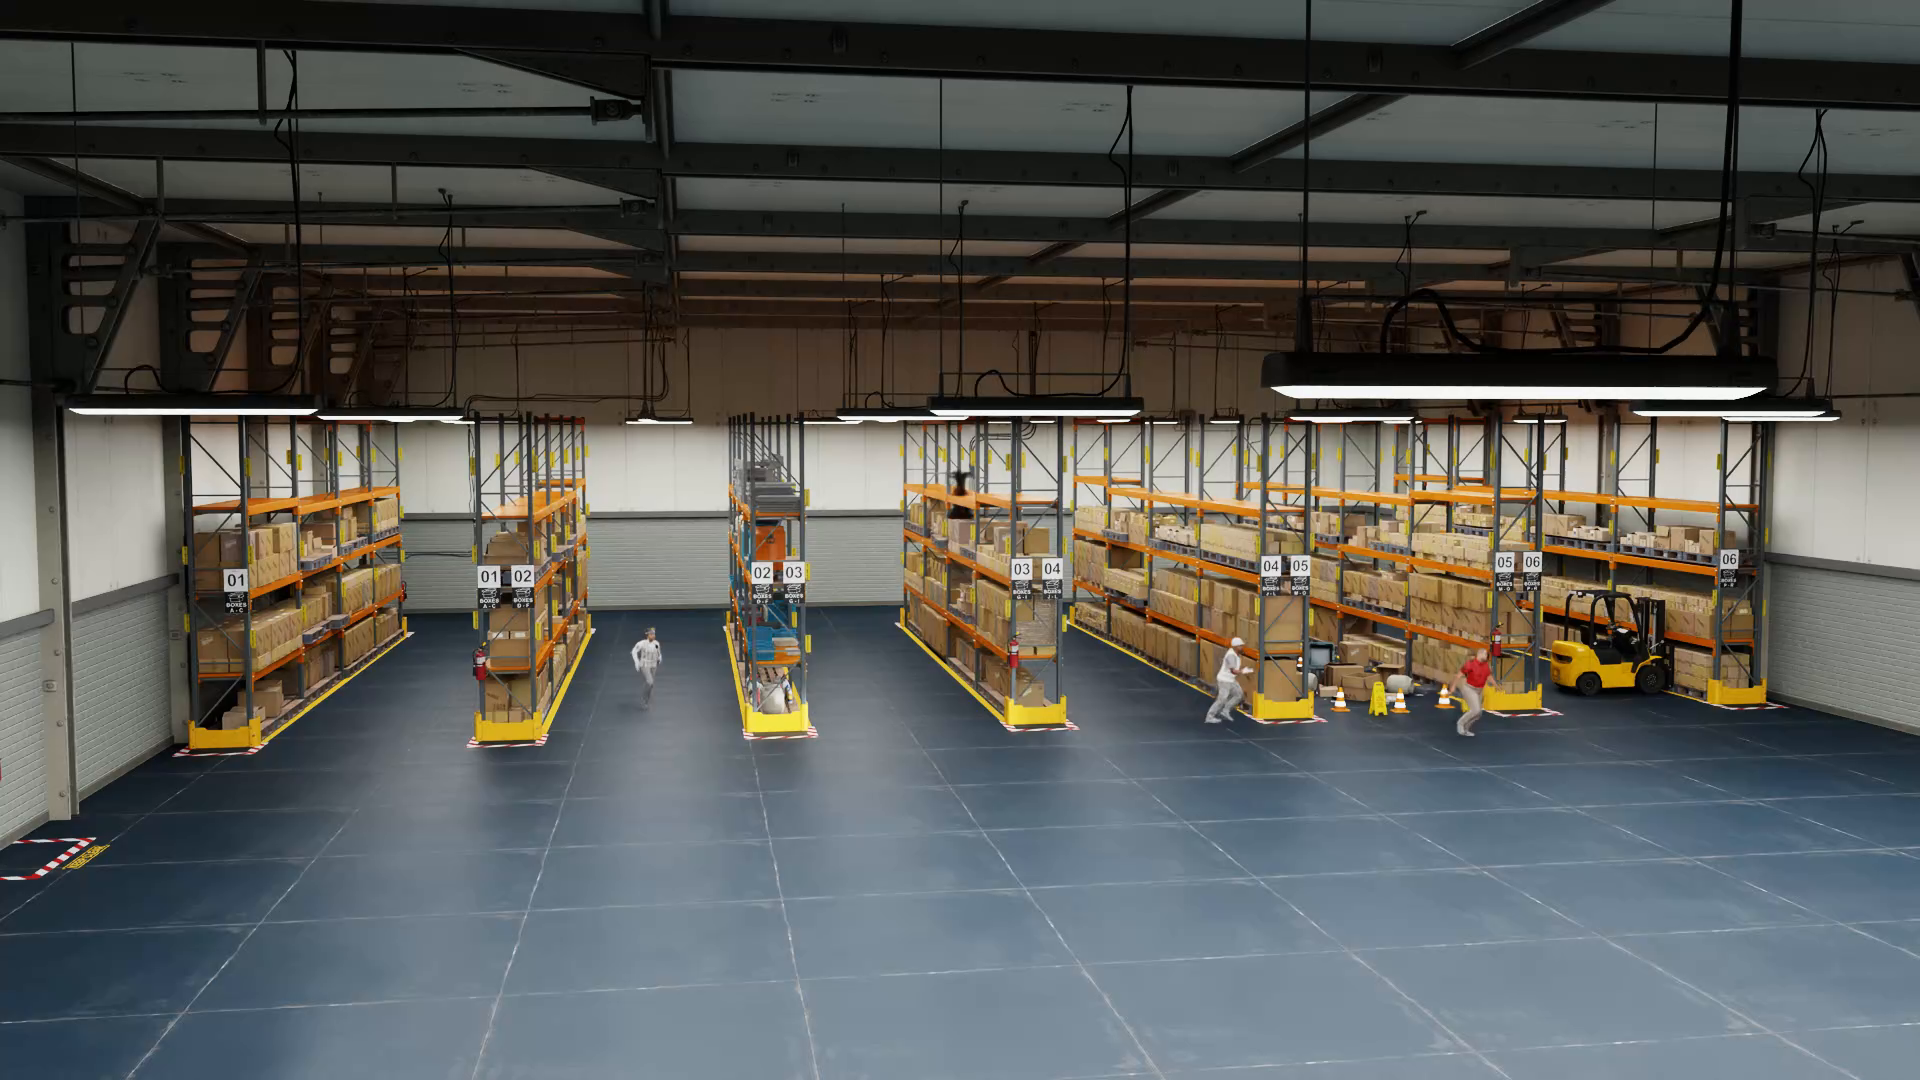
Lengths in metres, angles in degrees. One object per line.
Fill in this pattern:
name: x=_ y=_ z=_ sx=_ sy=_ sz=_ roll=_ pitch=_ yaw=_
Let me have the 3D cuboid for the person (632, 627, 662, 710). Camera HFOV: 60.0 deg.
person: x=-6.336 y=2.606 z=33.771 sx=0.560 sy=1.702 sz=0.796 roll=-3 pitch=5 yaw=-40

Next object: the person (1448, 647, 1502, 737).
person: x=9.500 y=2.797 z=30.561 sx=0.677 sy=1.667 sz=0.799 roll=-3 pitch=5 yaw=-37

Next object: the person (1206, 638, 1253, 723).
person: x=5.204 y=2.695 z=32.001 sx=0.917 sy=1.670 sz=0.712 roll=2 pitch=4 yaw=22
